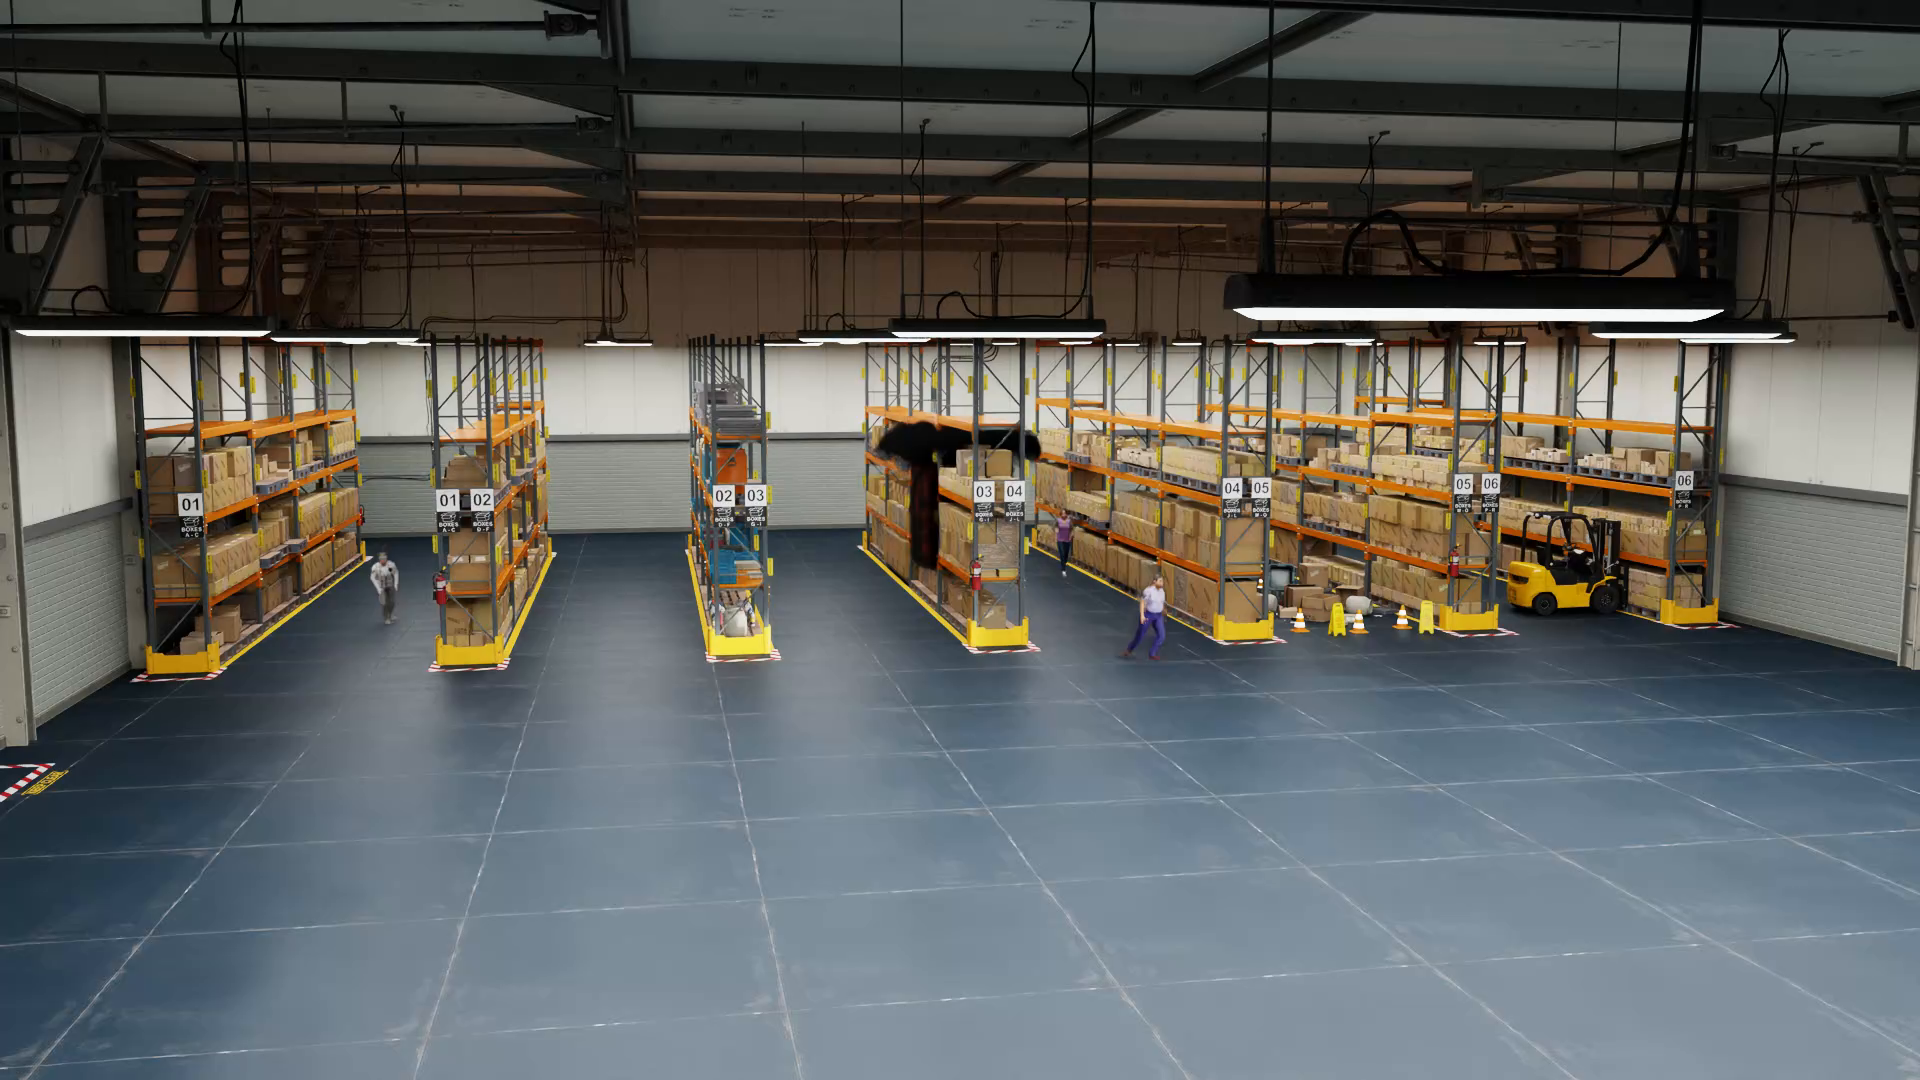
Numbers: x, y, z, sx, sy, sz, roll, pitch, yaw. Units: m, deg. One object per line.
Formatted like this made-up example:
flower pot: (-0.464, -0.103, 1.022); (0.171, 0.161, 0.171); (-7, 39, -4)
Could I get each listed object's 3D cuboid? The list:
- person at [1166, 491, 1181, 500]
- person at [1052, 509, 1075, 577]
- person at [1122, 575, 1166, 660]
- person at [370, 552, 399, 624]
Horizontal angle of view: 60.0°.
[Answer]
person: (6.654, -1.056, 51.665); (0.632, 1.697, 0.902); (6, 9, 44)
person: (2.503, 0.045, 40.221); (0.548, 1.616, 0.729); (-1, 7, -7)
person: (3.449, 1.411, 30.777); (0.735, 1.566, 0.710); (-3, 7, -27)
person: (-12.024, 0.985, 34.772); (0.614, 1.534, 0.817); (-5, 8, -36)
